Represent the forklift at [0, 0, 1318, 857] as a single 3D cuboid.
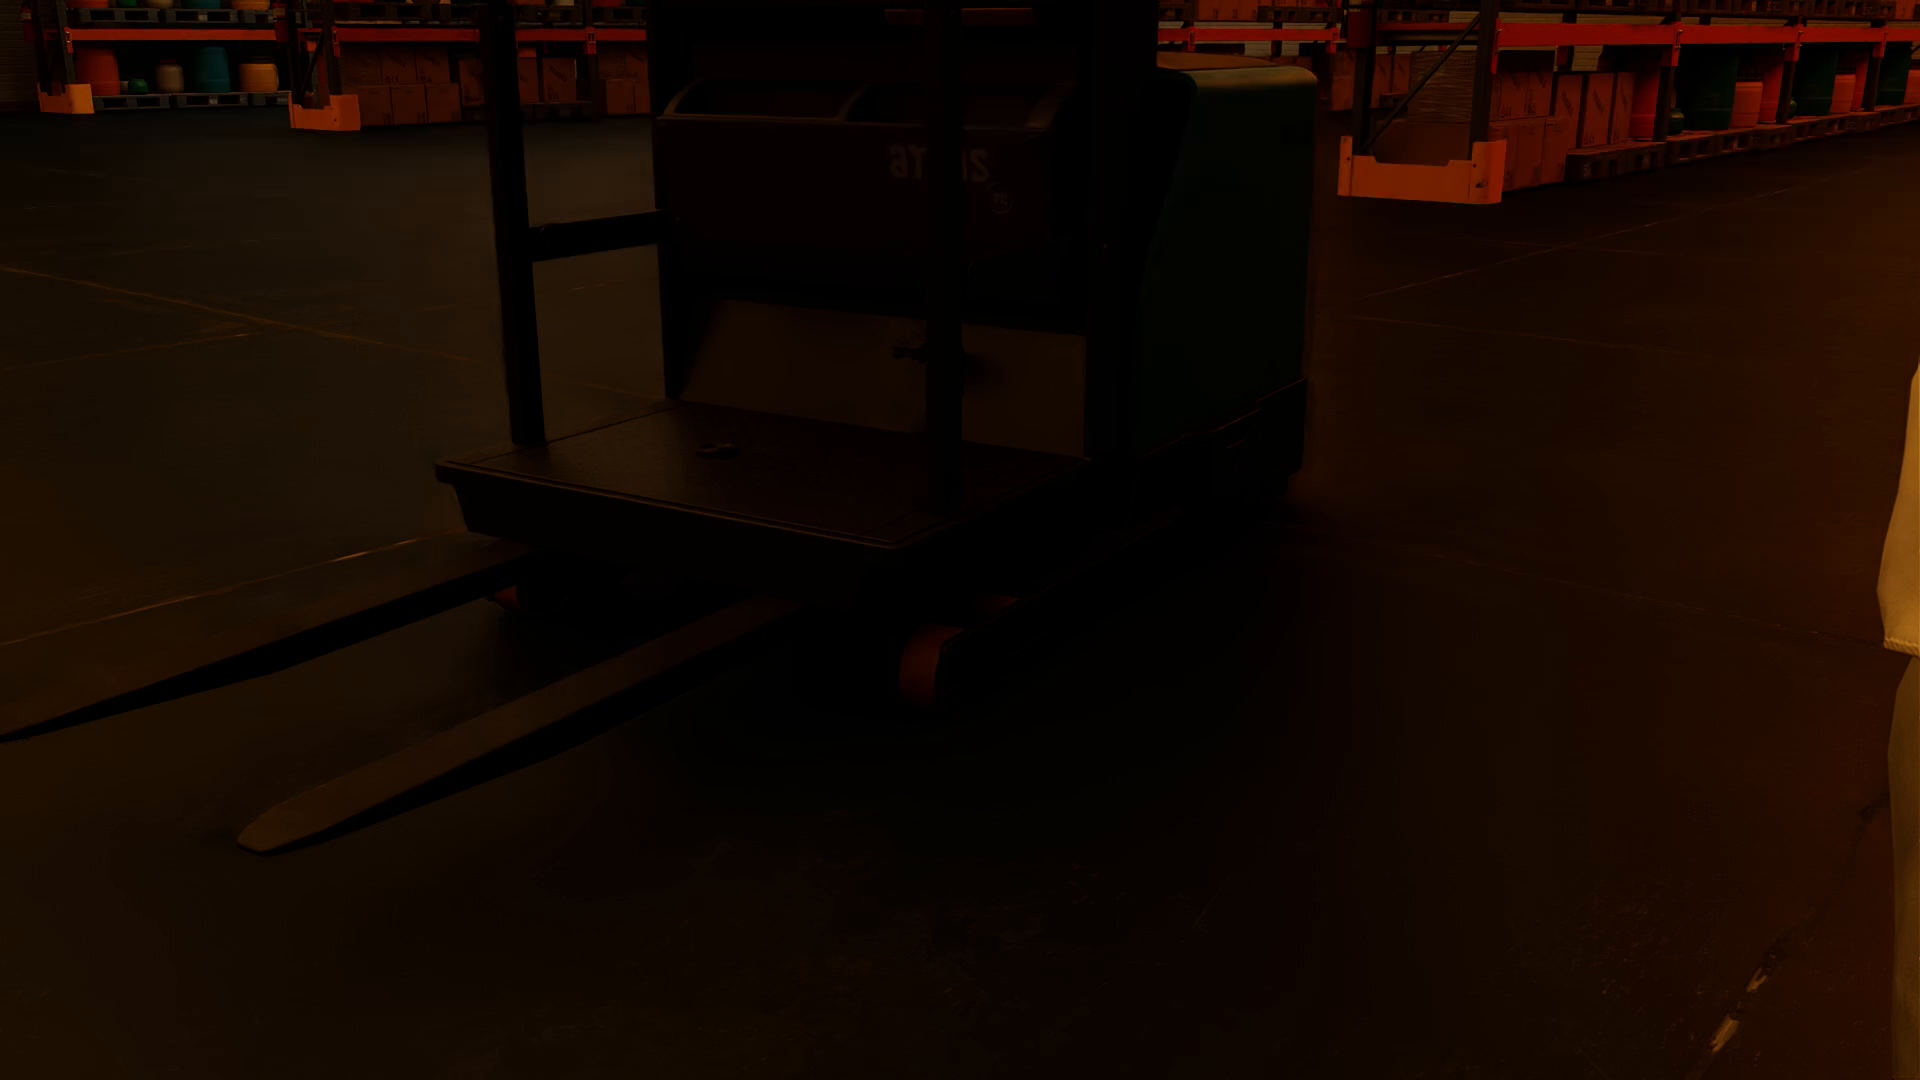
[{"bbox_3d":[-0.311,-1.245,2.998,1.130,2.935,3.031,10,20,30],"label":"forklift"}]
